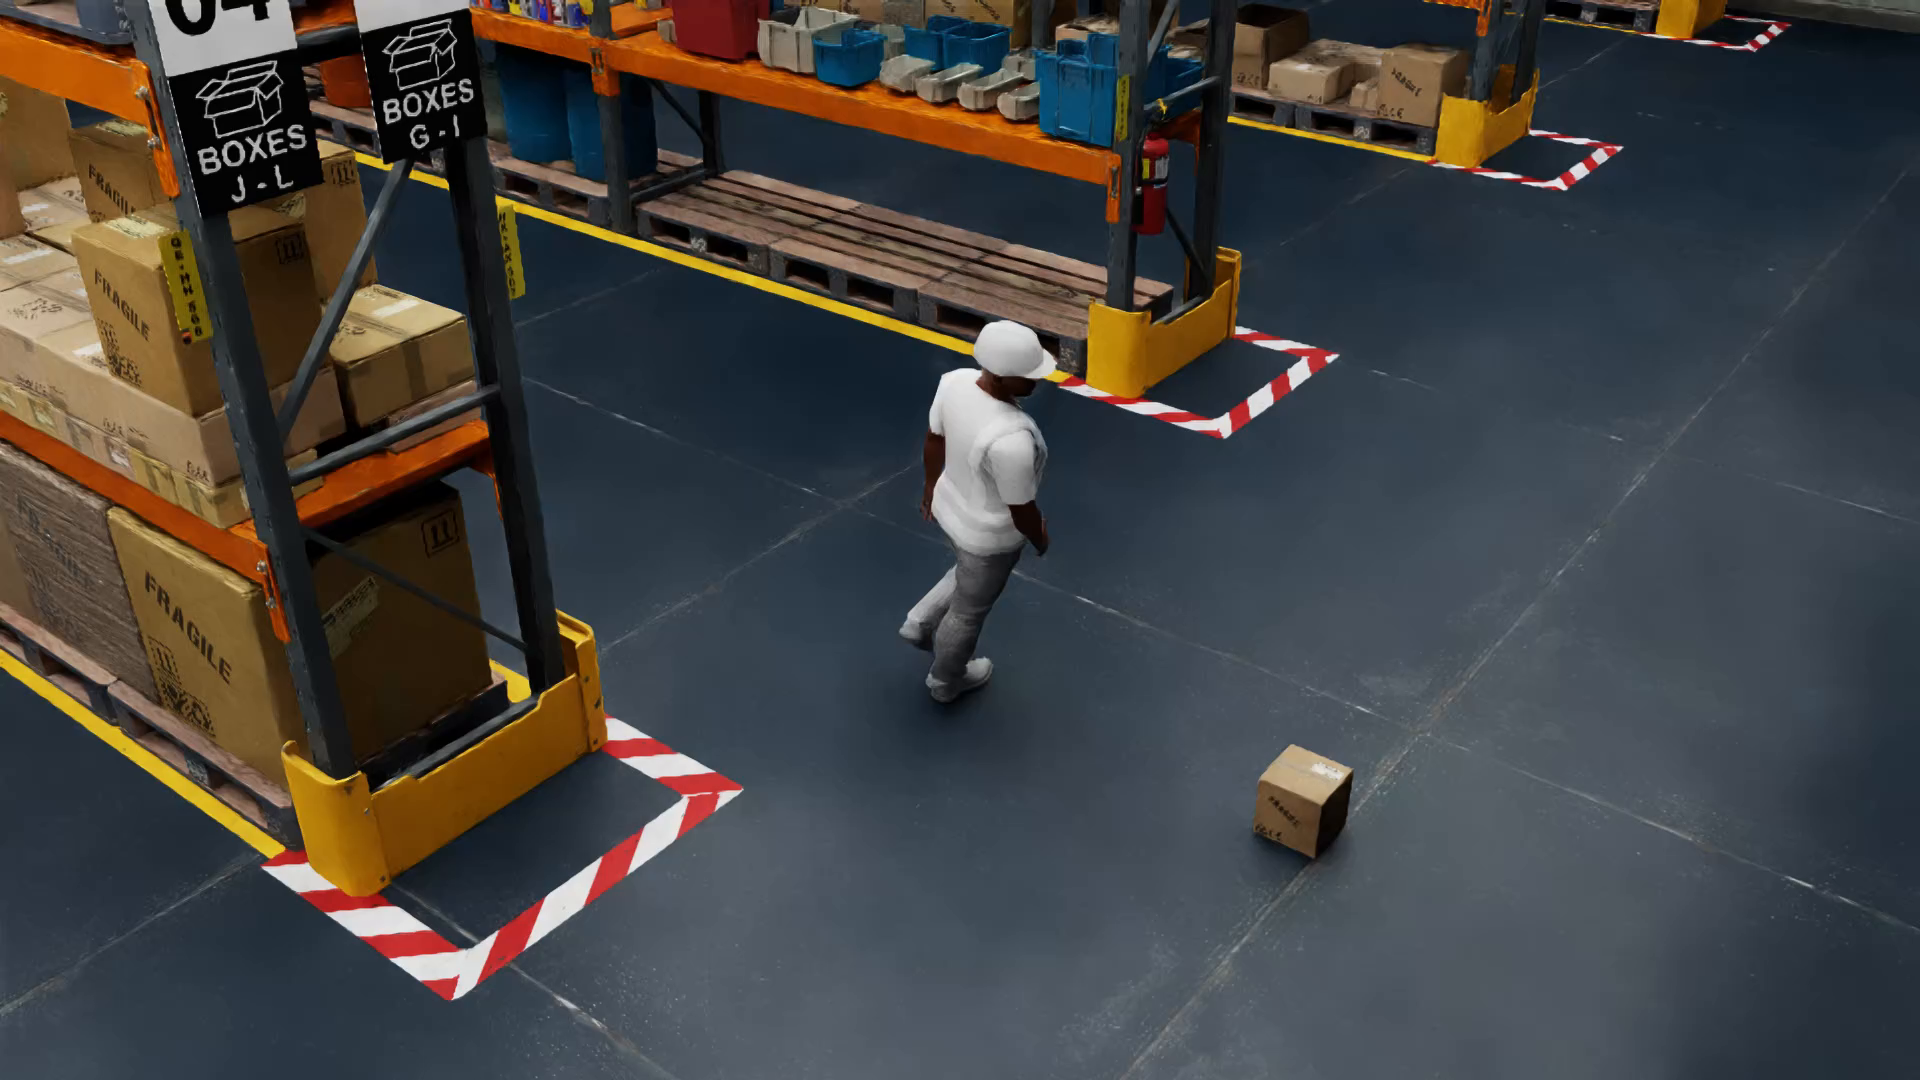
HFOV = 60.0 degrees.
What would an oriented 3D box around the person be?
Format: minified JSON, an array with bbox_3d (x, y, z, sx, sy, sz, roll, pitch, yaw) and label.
[{"bbox_3d":[0.081,-0.087,6.258,0.485,1.734,0.751,-15,34,-23],"label":"person"}]
